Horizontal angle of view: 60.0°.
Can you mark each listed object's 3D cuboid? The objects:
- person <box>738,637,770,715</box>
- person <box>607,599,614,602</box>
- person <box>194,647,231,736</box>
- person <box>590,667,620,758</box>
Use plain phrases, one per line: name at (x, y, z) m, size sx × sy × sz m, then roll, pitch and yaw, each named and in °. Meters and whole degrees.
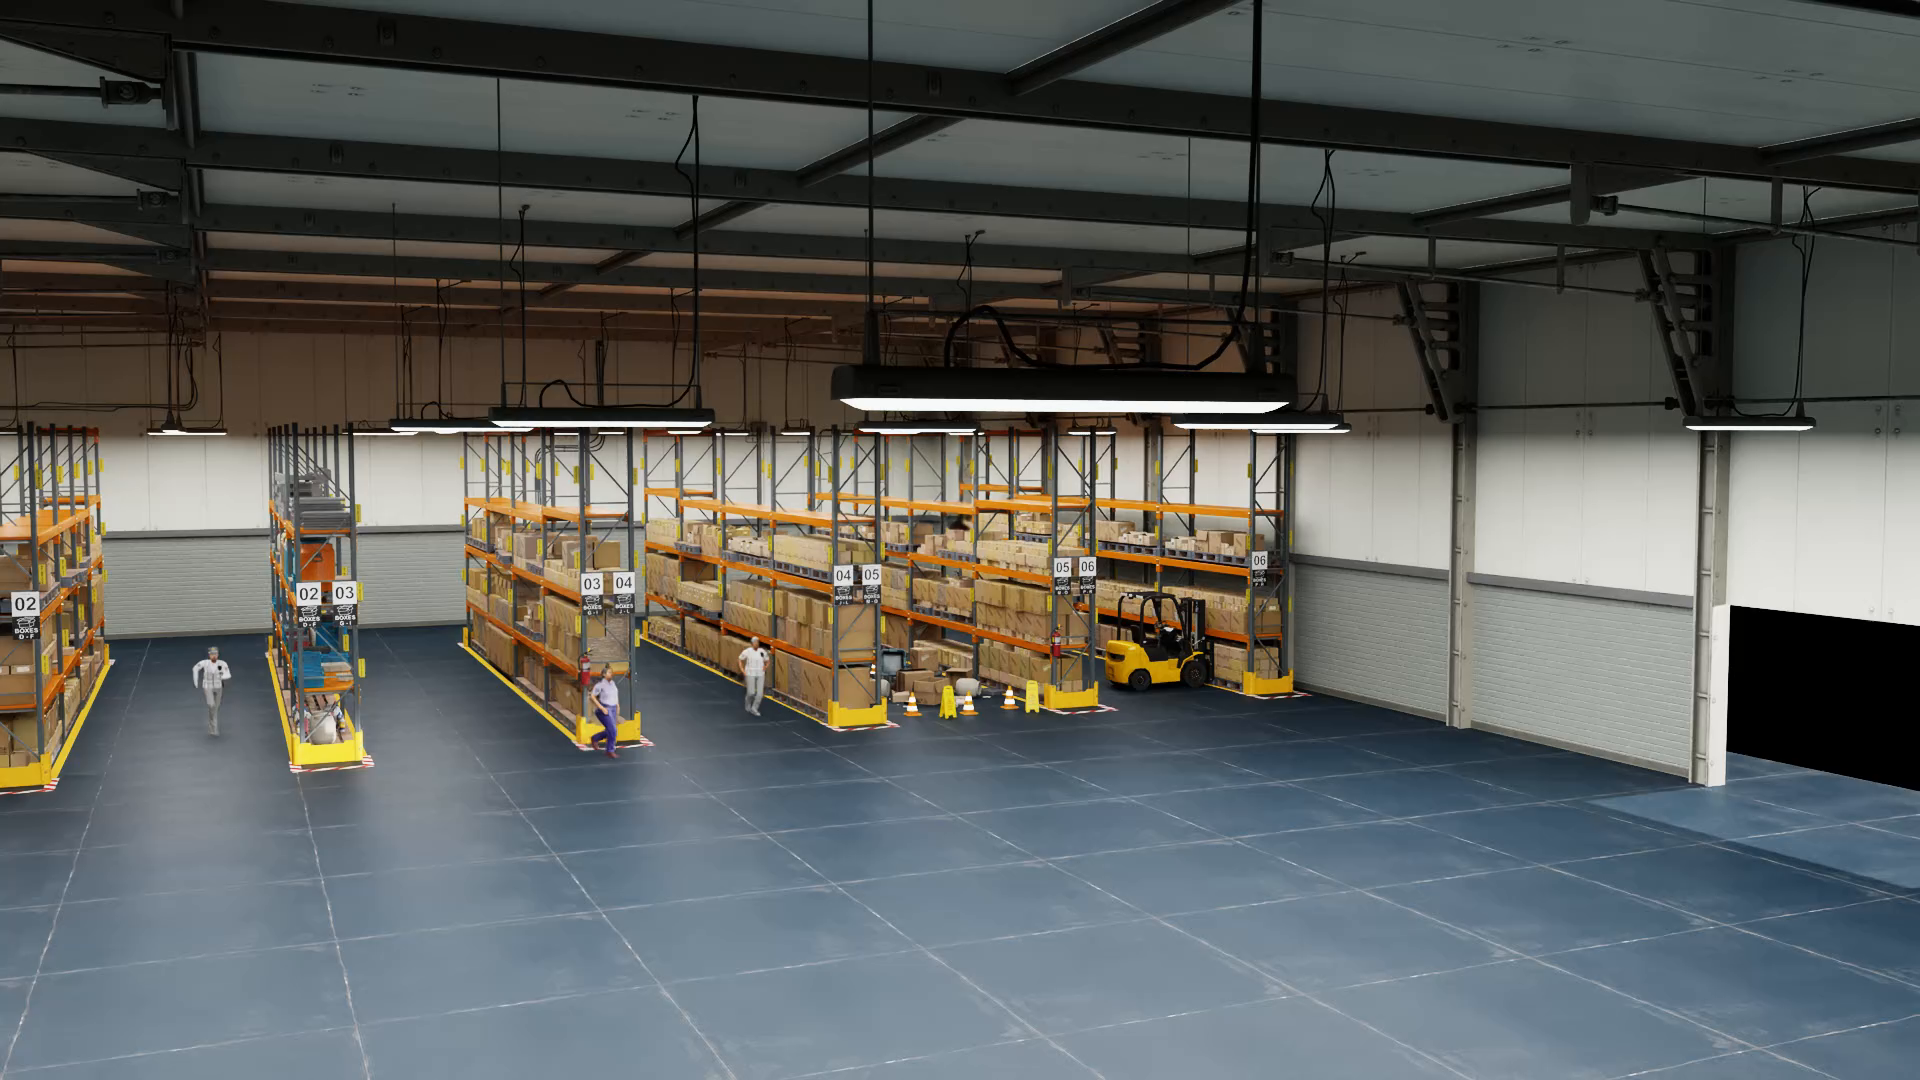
person at (-4.218, 2.811, 34.306) m, size 0.668 × 1.628 × 0.506 m, roll -1°, pitch 4°, yaw -20°
person at (-10.095, 2.034, 47.470) m, size 0.631 × 1.626 × 0.646 m, roll 2°, pitch 4°, yaw 26°
person at (-14.513, 2.916, 32.299) m, size 0.634 × 1.722 × 0.827 m, roll -2°, pitch 4°, yaw -31°
person at (-6.386, 3.104, 29.987) m, size 0.653 × 1.621 × 0.632 m, roll 1°, pitch 4°, yaw 23°
